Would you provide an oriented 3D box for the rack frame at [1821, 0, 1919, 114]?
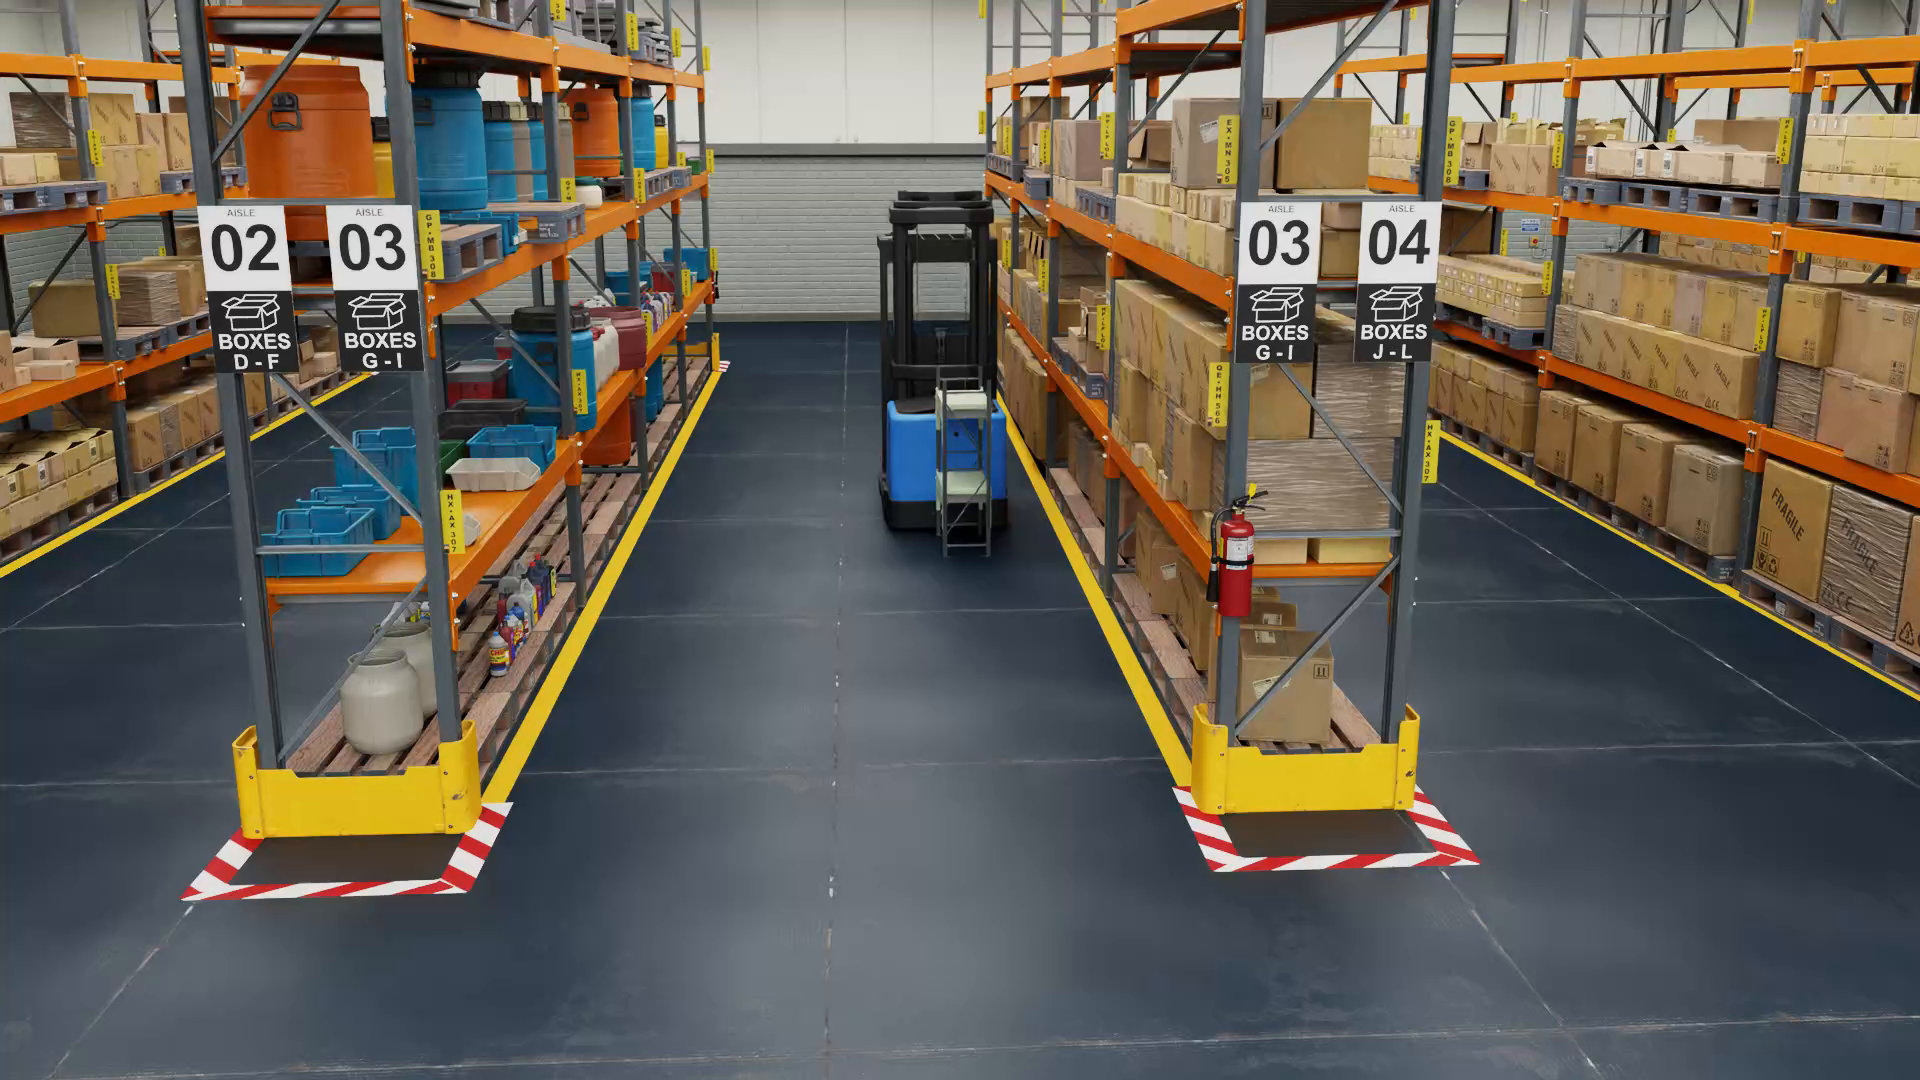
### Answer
[{"bbox_3d":[11.009,-6.067,20.049,1.000,3.000,0.127,-1,14,-3],"label":"rack frame"}]

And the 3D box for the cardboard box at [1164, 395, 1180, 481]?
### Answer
[{"bbox_3d":[1.716,-0.602,10.048,0.875,0.500,0.500,-1,14,-3],"label":"cardboard box"}]

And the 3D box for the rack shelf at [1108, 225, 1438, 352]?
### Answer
[{"bbox_3d":[1.738,-1.626,10.252,1.077,0.370,4.000,-1,14,-3],"label":"rack shelf"}]

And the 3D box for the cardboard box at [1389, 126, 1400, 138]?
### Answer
[{"bbox_3d":[5.710,-5.209,21.228,0.380,0.149,0.250,-1,15,-6],"label":"cardboard box"}]

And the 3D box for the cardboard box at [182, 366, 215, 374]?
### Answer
[{"bbox_3d":[-8.983,-1.736,19.385,0.500,0.500,0.500,-2,15,-6],"label":"cardboard box"}]

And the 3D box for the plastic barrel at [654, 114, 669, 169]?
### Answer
[{"bbox_3d":[-3.566,-4.456,18.585,0.600,0.588,0.600,0,14,0],"label":"plastic barrel"}]

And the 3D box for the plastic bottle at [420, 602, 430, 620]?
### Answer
[{"bbox_3d":[-3.510,0.514,11.091,0.152,0.276,0.135,-1,14,-3],"label":"plastic bottle"}]

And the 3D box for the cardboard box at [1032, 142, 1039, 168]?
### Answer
[{"bbox_3d":[1.096,-4.348,18.721,0.500,0.311,0.500,-1,14,-5],"label":"cardboard box"}]

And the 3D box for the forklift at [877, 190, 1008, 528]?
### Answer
[{"bbox_3d":[-0.217,-1.838,15.789,1.130,2.935,3.031,-1,14,-5],"label":"forklift"}]

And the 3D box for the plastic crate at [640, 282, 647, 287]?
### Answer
[{"bbox_3d":[-4.233,-3.262,21.595,0.293,0.136,0.466,-1,14,-3],"label":"plastic crate"}]

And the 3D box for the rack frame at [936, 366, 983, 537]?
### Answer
[{"bbox_3d":[-0.005,-0.763,14.482,0.400,1.500,0.023,-1,14,-5],"label":"rack frame"}]

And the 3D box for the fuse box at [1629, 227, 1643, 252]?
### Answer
[{"bbox_3d":[12.494,-4.931,30.257,0.539,1.711,0.414,-1,14,-3],"label":"fuse box"}]

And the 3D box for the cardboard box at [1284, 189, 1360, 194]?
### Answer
[{"bbox_3d":[2.060,-1.926,9.474,0.380,0.149,0.250,-1,14,-4],"label":"cardboard box"}]

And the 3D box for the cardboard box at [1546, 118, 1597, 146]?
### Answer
[{"bbox_3d":[6.038,-4.034,16.429,0.396,0.266,0.258,-1,14,-3],"label":"cardboard box"}]

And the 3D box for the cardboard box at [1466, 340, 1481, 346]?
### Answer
[{"bbox_3d":[6.373,-2.235,19.863,0.500,0.250,0.500,-1,14,-5],"label":"cardboard box"}]

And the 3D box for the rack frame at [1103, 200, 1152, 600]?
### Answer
[{"bbox_3d":[1.614,-1.020,12.469,1.000,3.000,0.127,-1,14,-3],"label":"rack frame"}]

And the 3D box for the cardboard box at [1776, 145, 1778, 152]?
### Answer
[{"bbox_3d":[10.634,-4.965,21.243,0.380,0.149,0.250,-1,14,-2],"label":"cardboard box"}]

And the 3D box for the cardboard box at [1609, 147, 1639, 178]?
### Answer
[{"bbox_3d":[6.179,-3.390,14.918,0.500,0.250,0.500,0,14,-2],"label":"cardboard box"}]

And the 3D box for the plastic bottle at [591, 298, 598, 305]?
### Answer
[{"bbox_3d":[-4.174,-2.629,18.983,0.097,0.271,0.097,0,14,0],"label":"plastic bottle"}]

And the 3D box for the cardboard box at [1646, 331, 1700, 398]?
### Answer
[{"bbox_3d":[6.209,-1.496,14.122,0.500,0.500,0.500,-1,14,-3],"label":"cardboard box"}]

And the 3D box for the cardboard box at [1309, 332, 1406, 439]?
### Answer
[{"bbox_3d":[2.099,-0.842,8.976,0.500,0.500,0.500,-1,14,-3],"label":"cardboard box"}]

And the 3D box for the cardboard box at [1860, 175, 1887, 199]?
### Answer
[{"bbox_3d":[6.301,-2.369,11.156,0.380,0.149,0.250,-1,14,-4],"label":"cardboard box"}]

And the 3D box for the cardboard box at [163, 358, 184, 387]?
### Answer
[{"bbox_3d":[-8.921,-1.850,18.325,0.500,0.250,0.500,-1,14,-3],"label":"cardboard box"}]

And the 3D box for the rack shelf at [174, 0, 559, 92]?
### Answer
[{"bbox_3d":[-3.206,-2.809,9.631,1.077,0.370,4.000,-1,14,-3],"label":"rack shelf"}]

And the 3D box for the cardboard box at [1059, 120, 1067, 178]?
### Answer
[{"bbox_3d":[1.166,-3.510,14.927,0.500,0.500,0.500,-1,14,-3],"label":"cardboard box"}]

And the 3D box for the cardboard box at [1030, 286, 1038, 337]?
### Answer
[{"bbox_3d":[1.028,-2.435,17.769,0.500,0.500,0.500,-1,14,-5],"label":"cardboard box"}]

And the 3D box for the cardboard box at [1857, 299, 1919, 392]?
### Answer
[{"bbox_3d":[6.605,-1.303,11.102,0.875,0.550,0.550,-1,14,-3],"label":"cardboard box"}]

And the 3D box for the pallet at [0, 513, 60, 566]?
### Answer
[{"bbox_3d":[-8.437,-0.004,14.118,1.003,0.211,1.213,-1,14,-3],"label":"pallet"}]

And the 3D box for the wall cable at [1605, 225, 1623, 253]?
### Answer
[{"bbox_3d":[11.803,-6.076,30.081,0.588,1.984,0.122,-1,14,-3],"label":"wall cable"}]

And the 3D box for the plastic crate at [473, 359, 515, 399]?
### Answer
[{"bbox_3d":[-3.709,-1.205,13.221,0.392,0.384,0.575,-1,14,-3],"label":"plastic crate"}]

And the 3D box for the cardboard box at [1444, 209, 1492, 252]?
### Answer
[{"bbox_3d":[6.290,-3.853,20.678,0.500,0.500,0.500,-1,14,-2],"label":"cardboard box"}]

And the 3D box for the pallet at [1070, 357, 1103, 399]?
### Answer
[{"bbox_3d":[1.529,-1.430,14.448,1.003,0.211,1.213,-1,14,-3],"label":"pallet"}]

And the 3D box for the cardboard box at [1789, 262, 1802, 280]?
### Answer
[{"bbox_3d":[10.725,-3.322,21.217,0.500,0.500,0.500,-1,14,-3],"label":"cardboard box"}]

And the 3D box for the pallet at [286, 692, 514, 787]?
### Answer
[{"bbox_3d":[-3.179,1.182,9.509,1.003,0.211,1.213,-1,14,-3],"label":"pallet"}]

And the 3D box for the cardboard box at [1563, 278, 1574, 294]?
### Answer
[{"bbox_3d":[6.468,-2.620,17.158,0.380,0.149,0.250,-1,14,-5],"label":"cardboard box"}]

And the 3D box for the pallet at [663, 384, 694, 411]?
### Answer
[{"bbox_3d":[-3.910,-1.764,20.960,1.003,0.211,1.213,-1,14,-3],"label":"pallet"}]

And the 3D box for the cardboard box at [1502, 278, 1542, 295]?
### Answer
[{"bbox_3d":[5.821,-2.613,17.129,0.380,0.149,0.250,-1,14,-4],"label":"cardboard box"}]

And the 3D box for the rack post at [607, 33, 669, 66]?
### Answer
[{"bbox_3d":[-3.573,-5.094,17.271,0.937,0.300,0.954,1,14,3],"label":"rack post"}]

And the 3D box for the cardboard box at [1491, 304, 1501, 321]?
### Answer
[{"bbox_3d":[5.803,-2.389,17.452,0.380,0.149,0.250,-1,14,-2],"label":"cardboard box"}]

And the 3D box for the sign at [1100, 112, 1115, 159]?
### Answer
[{"bbox_3d":[1.060,-2.904,11.945,0.100,0.325,0.005,-1,14,-3],"label":"sign"}]

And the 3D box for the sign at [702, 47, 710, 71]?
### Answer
[{"bbox_3d":[-3.525,-6.689,23.112,0.100,0.325,0.005,-1,14,-3],"label":"sign"}]

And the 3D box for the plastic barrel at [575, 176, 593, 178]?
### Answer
[{"bbox_3d":[-3.511,-3.255,15.448,0.294,0.245,0.294,0,14,0],"label":"plastic barrel"}]

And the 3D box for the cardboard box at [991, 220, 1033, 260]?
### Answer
[{"bbox_3d":[0.700,-4.062,22.492,0.500,0.500,0.500,-1,14,-5],"label":"cardboard box"}]

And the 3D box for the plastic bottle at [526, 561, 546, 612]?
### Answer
[{"bbox_3d":[-2.990,0.330,11.656,0.144,0.351,0.185,-2,15,-6],"label":"plastic bottle"}]

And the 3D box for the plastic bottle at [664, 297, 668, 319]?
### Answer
[{"bbox_3d":[-3.456,-2.689,19.205,0.152,0.276,0.135,-1,14,-3],"label":"plastic bottle"}]

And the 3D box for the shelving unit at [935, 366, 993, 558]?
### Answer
[{"bbox_3d":[0.026,-0.672,14.129,0.431,1.500,0.755,-1,14,-5],"label":"shelving unit"}]

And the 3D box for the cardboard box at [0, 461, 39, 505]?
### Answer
[{"bbox_3d":[-8.147,-0.500,13.999,0.500,0.311,0.500,0,14,-2],"label":"cardboard box"}]

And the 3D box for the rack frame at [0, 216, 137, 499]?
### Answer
[{"bbox_3d":[-8.522,-1.862,15.745,1.000,3.000,0.127,-1,14,-3],"label":"rack frame"}]

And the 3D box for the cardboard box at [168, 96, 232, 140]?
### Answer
[{"bbox_3d":[-8.838,-4.963,19.568,0.700,0.500,0.500,-1,14,-3],"label":"cardboard box"}]

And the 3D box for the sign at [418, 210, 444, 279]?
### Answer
[{"bbox_3d":[-2.533,-1.413,7.959,0.100,0.325,0.005,-1,14,-3],"label":"sign"}]

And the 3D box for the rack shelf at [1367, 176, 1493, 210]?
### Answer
[{"bbox_3d":[5.951,-4.662,22.051,1.077,0.370,4.000,-1,14,-3],"label":"rack shelf"}]

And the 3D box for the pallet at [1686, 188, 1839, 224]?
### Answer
[{"bbox_3d":[6.464,-2.658,13.202,0.805,0.209,1.217,-1,15,-6],"label":"pallet"}]

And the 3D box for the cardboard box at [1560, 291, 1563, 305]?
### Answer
[{"bbox_3d":[6.454,-2.549,17.476,0.380,0.149,0.250,-1,14,-5],"label":"cardboard box"}]

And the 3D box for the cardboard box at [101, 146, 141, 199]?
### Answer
[{"bbox_3d":[-8.614,-3.598,16.271,0.910,0.500,0.500,-1,14,-3],"label":"cardboard box"}]

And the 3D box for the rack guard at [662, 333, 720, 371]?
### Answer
[{"bbox_3d":[-4.088,-2.723,24.105,1.175,0.500,0.348,-1,14,-3],"label":"rack guard"}]

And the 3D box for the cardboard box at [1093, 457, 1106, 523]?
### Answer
[{"bbox_3d":[1.551,-0.433,14.323,0.700,0.500,0.500,-2,15,-8],"label":"cardboard box"}]

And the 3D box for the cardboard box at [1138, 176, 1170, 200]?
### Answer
[{"bbox_3d":[1.406,-2.374,11.214,0.380,0.149,0.250,-1,14,-3],"label":"cardboard box"}]
